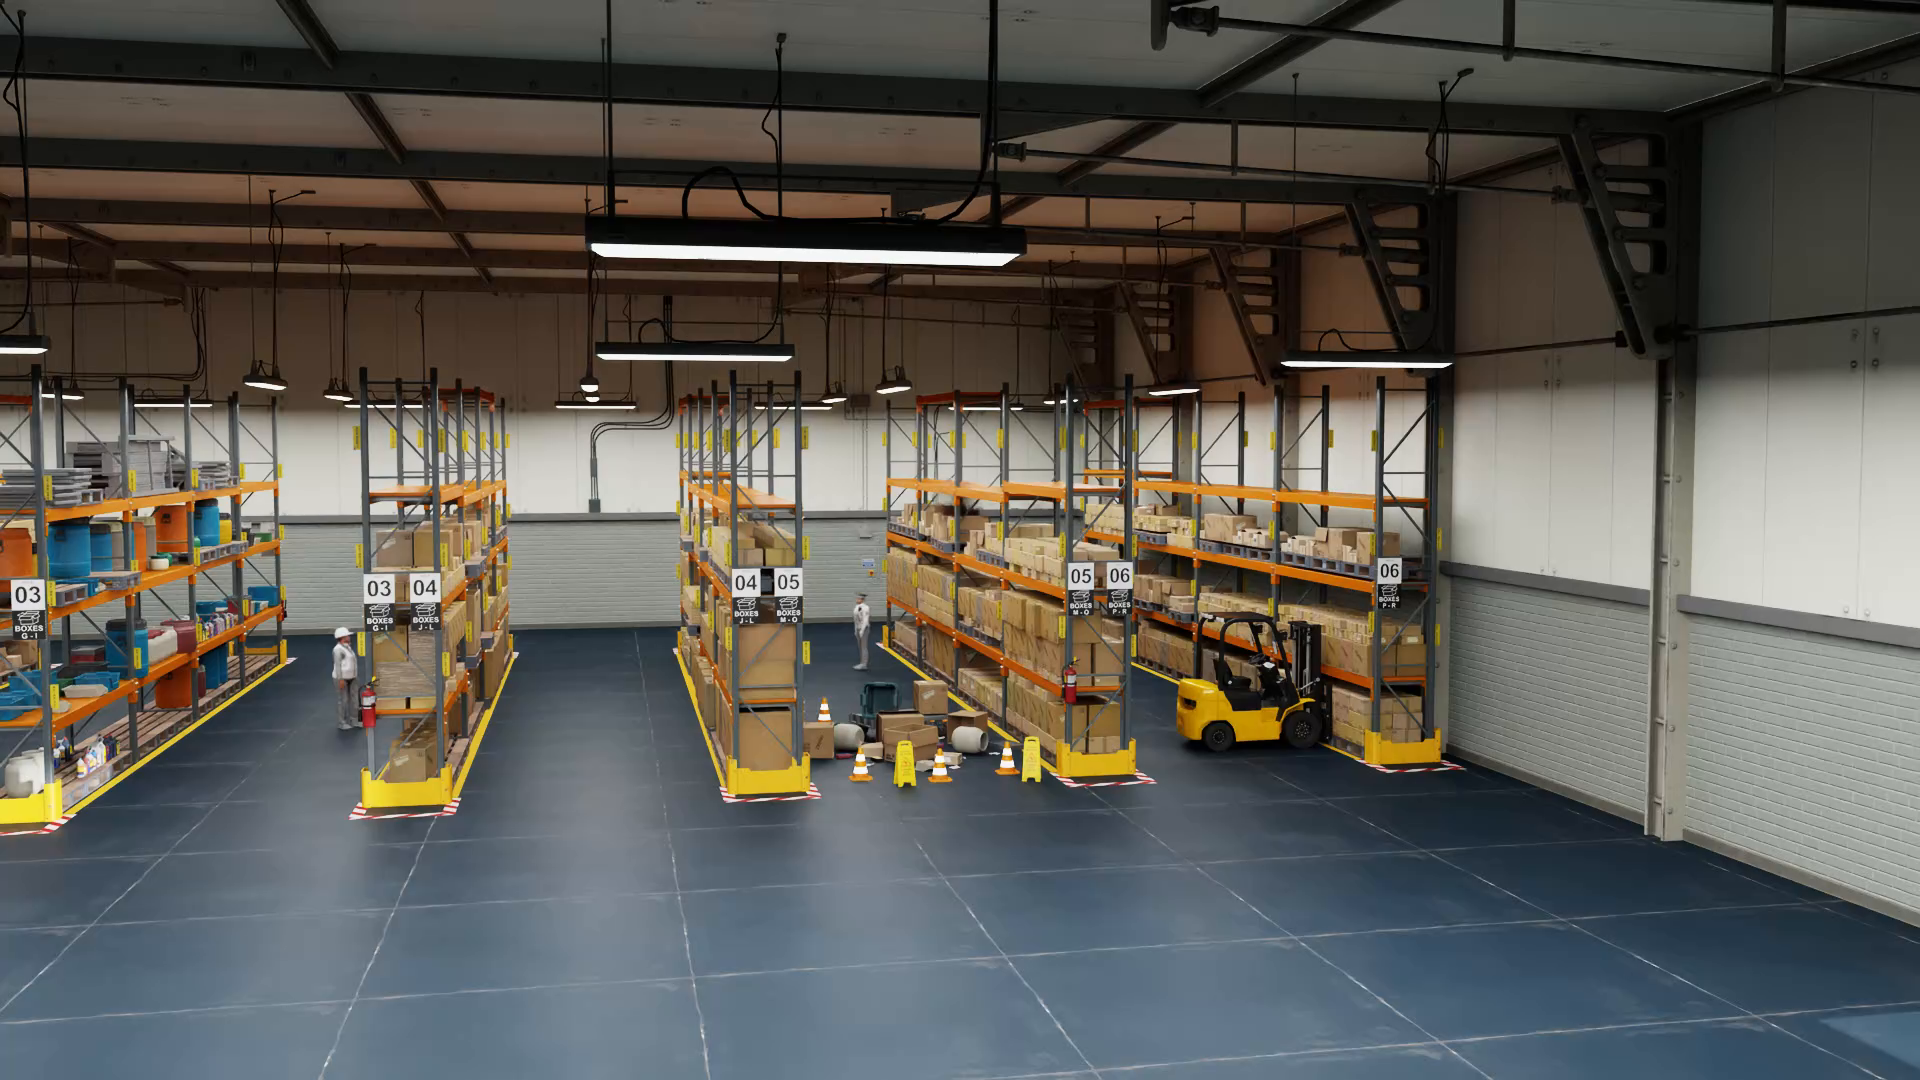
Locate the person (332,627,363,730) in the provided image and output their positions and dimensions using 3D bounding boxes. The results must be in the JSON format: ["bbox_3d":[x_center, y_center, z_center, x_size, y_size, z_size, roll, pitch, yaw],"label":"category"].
[{"bbox_3d":[-10.670,2.402,28.929,0.453,1.774,0.592,1,4,16],"label":"person"}]

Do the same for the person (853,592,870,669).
[{"bbox_3d":[-2.181,1.987,36.476,0.395,1.690,0.498,-2,4,-30],"label":"person"}]
